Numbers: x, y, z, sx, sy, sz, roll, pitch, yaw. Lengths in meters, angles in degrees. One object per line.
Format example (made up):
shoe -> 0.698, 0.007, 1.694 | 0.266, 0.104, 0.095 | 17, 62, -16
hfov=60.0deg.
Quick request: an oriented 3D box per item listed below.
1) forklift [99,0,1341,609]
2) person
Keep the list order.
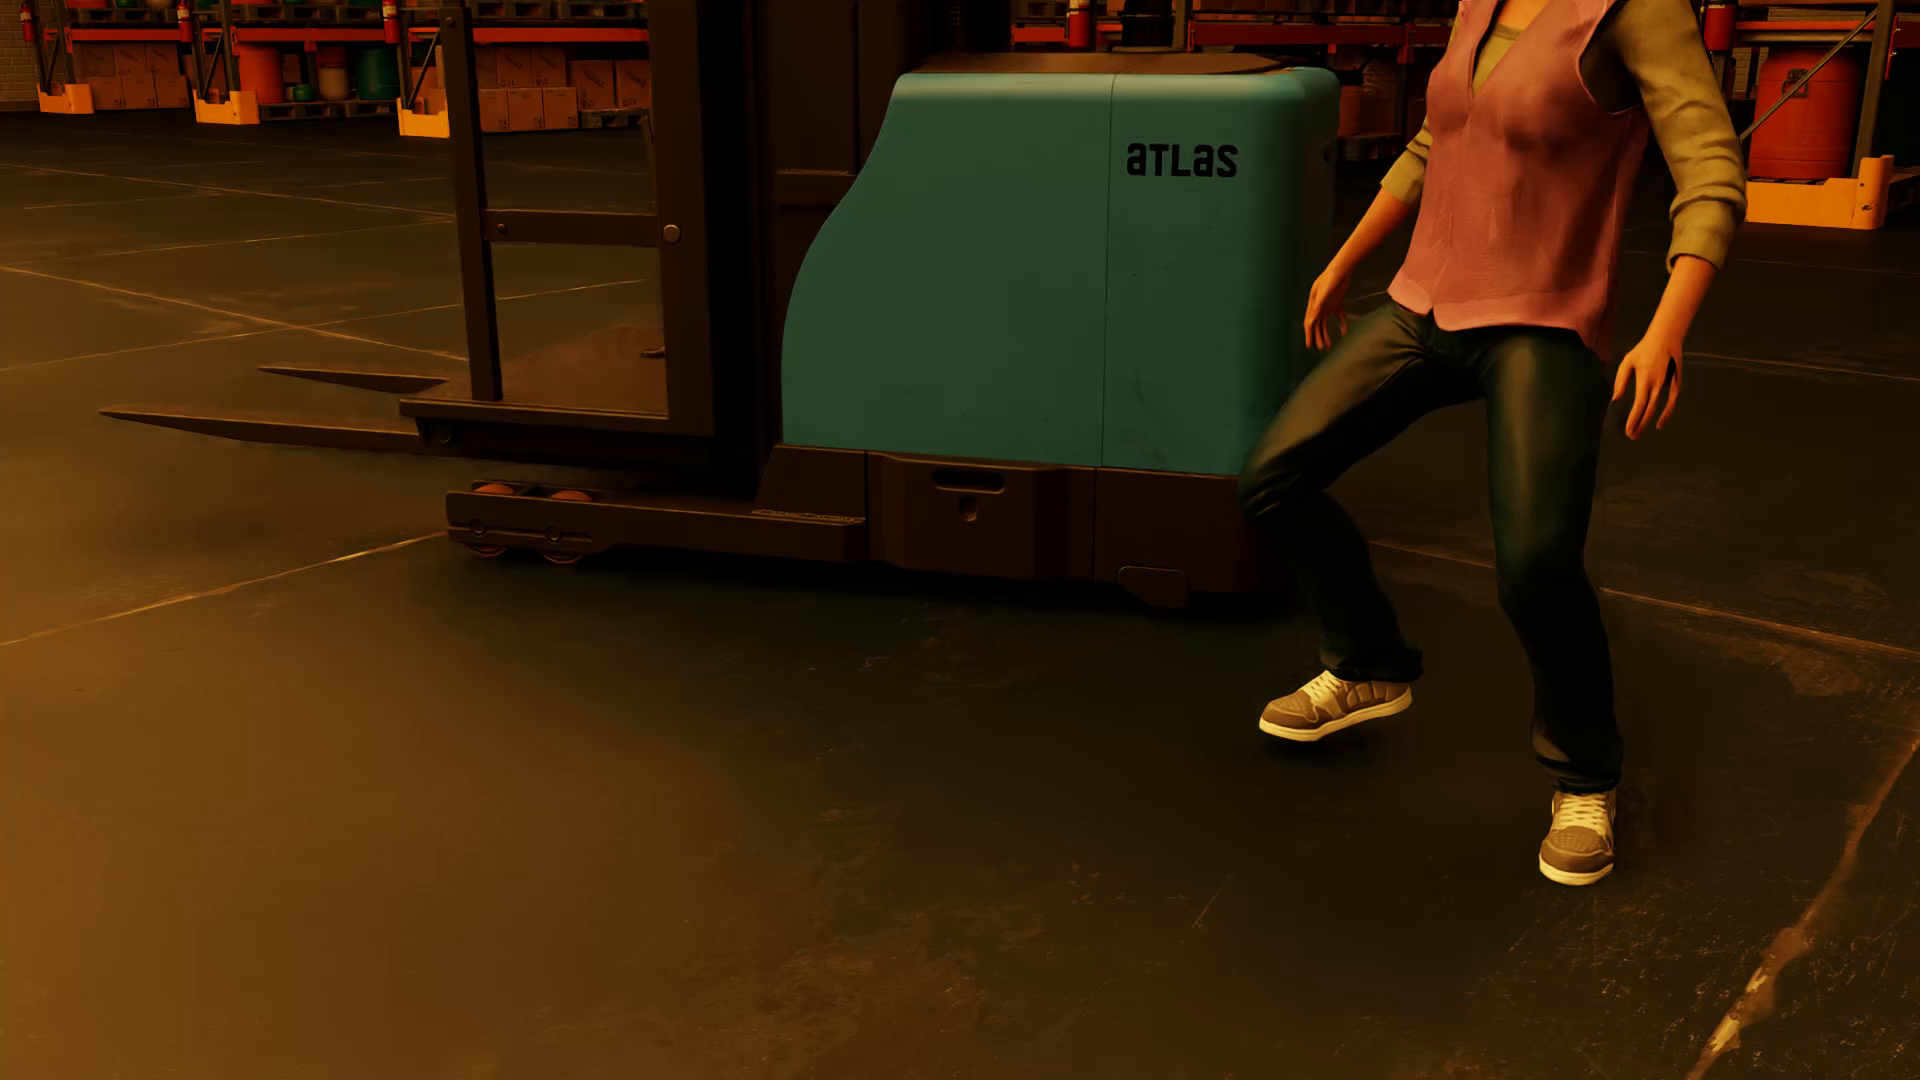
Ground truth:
forklift -> -0.666, -1.488, 3.797 | 3.031, 2.935, 1.130 | 5, 18, 16
person -> 0.748, -0.308, 2.413 | 0.453, 1.502, 0.767 | -9, 19, -26
